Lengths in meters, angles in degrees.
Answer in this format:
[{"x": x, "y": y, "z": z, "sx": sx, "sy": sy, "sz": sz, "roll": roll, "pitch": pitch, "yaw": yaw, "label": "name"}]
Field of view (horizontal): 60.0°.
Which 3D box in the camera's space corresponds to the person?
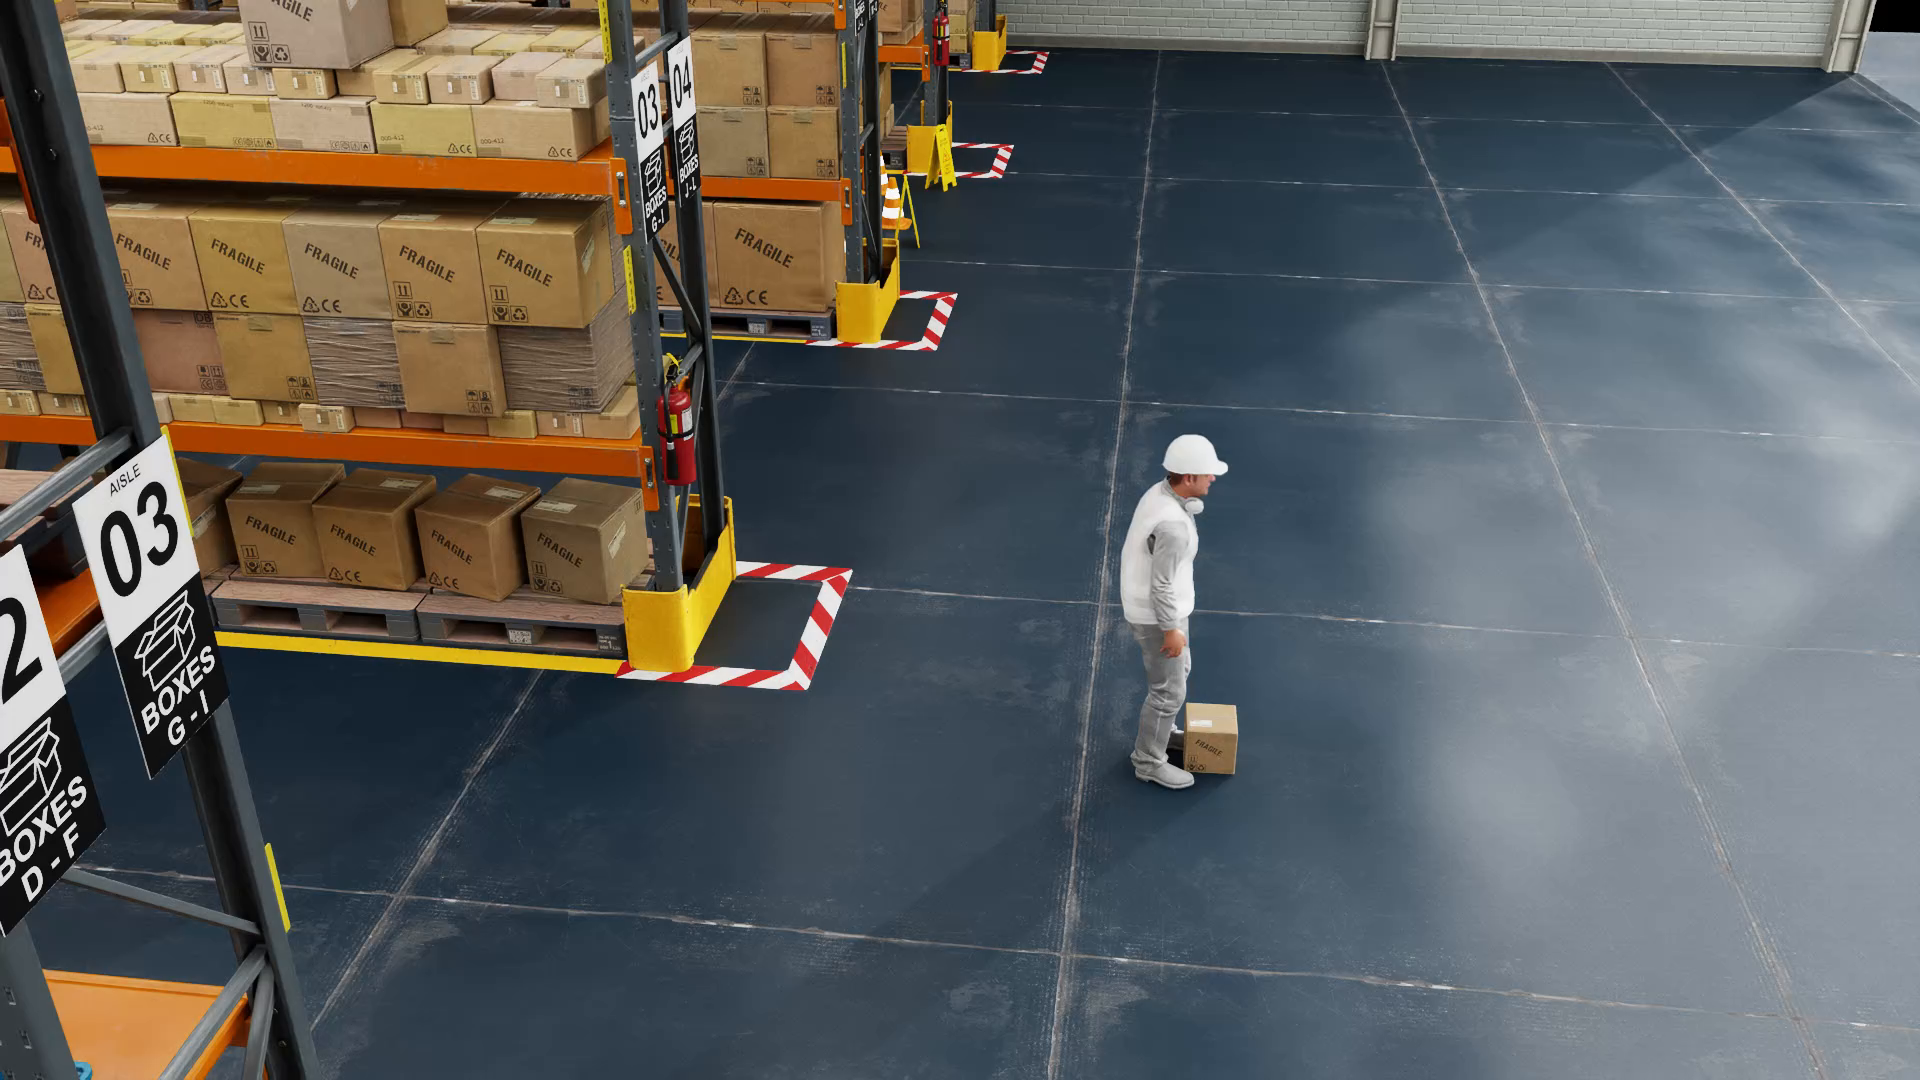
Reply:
[{"x": 1.000, "y": 0.315, "z": 8.006, "sx": 0.465, "sy": 1.771, "sz": 0.581, "roll": 3, "pitch": 28, "yaw": 6, "label": "person"}]
